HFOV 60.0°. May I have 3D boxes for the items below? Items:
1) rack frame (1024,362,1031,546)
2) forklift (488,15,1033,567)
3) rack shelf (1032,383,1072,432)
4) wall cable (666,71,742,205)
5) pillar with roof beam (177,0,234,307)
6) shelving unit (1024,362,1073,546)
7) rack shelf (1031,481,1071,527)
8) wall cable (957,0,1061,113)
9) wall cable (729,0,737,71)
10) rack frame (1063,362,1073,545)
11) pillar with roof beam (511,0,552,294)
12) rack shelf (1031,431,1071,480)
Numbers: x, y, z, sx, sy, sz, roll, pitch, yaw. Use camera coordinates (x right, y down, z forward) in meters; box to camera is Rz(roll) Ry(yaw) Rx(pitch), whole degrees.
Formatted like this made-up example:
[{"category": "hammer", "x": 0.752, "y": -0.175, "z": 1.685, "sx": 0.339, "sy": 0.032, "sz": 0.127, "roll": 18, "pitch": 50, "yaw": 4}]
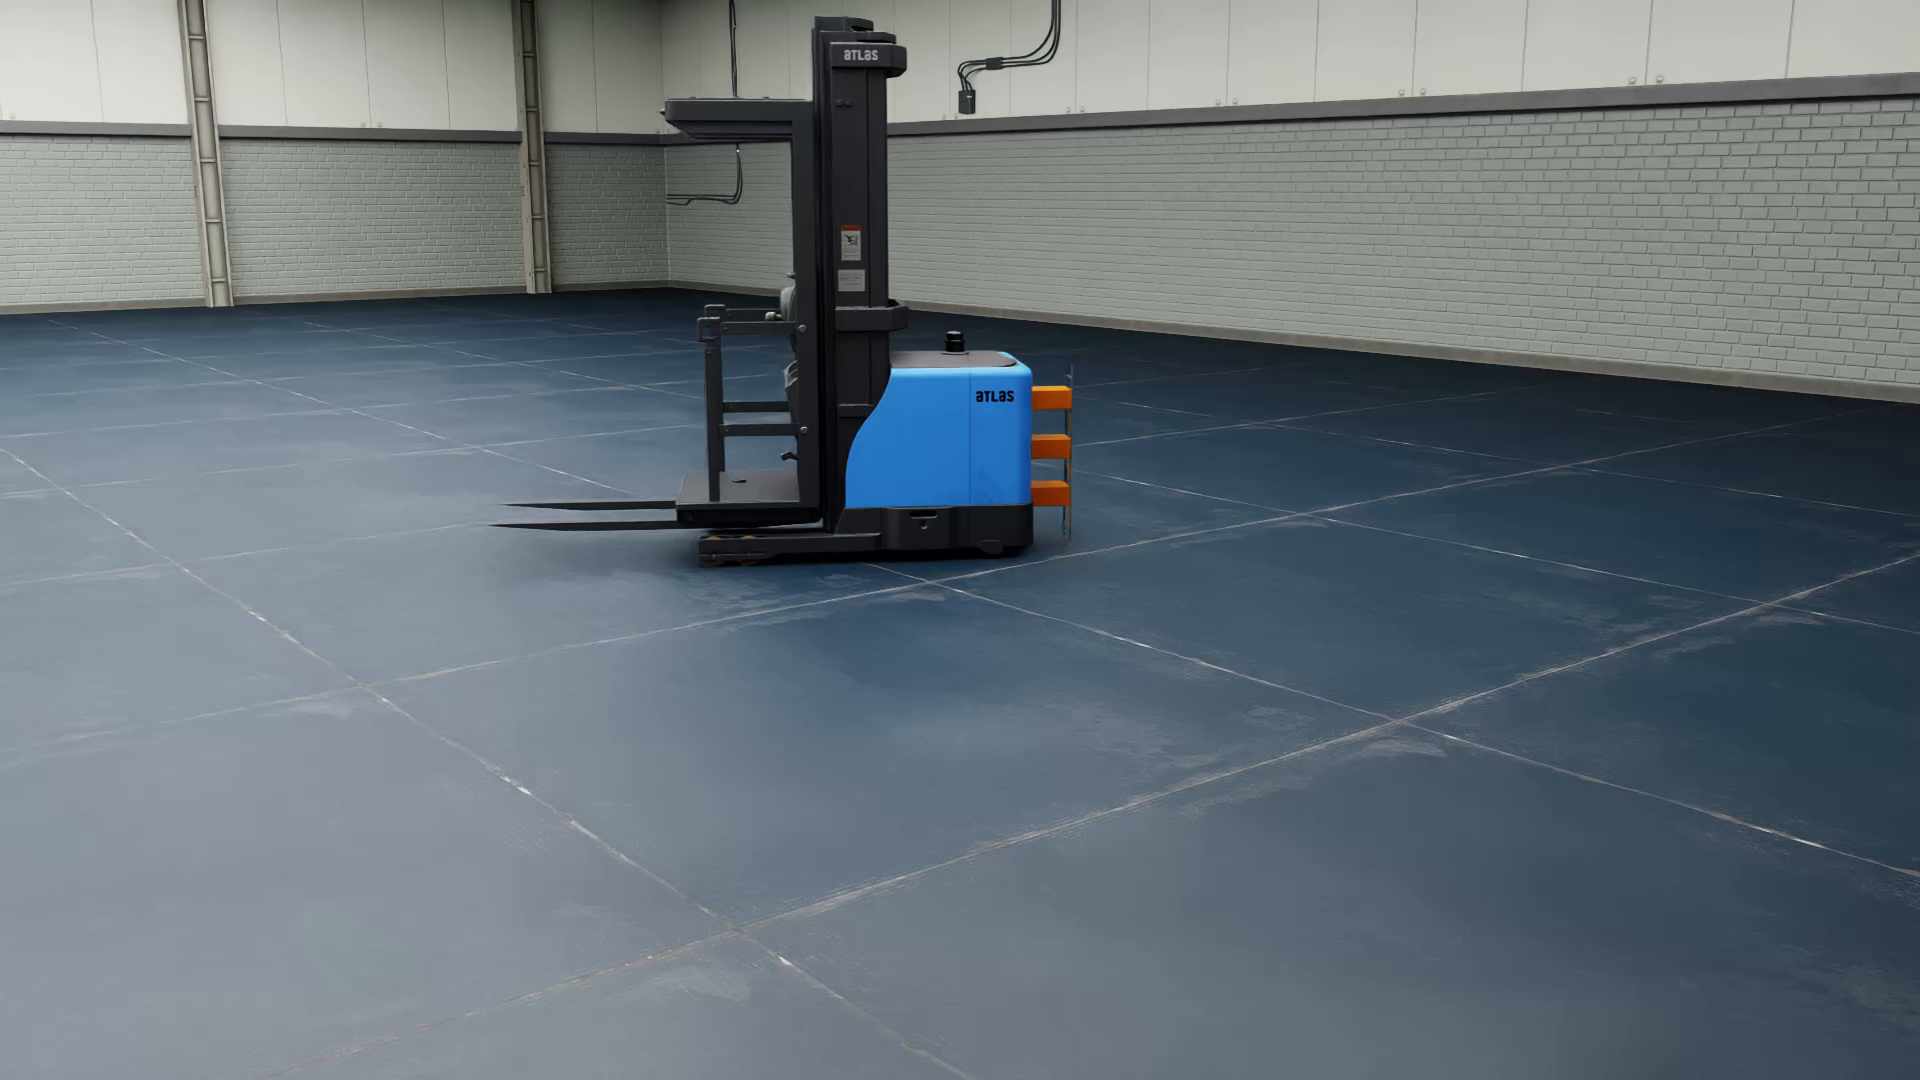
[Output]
[{"category": "rack frame", "x": 0.389, "y": -0.498, "z": 9.678, "sx": 0.008, "sy": 1.050, "sz": 0.200, "roll": -1, "pitch": 12, "yaw": -6}, {"category": "forklift", "x": -1.138, "y": -1.403, "z": 9.410, "sx": 3.031, "sy": 2.935, "sz": 1.130, "roll": -1, "pitch": 12, "yaw": -6}, {"category": "rack shelf", "x": 0.510, "y": -0.768, "z": 9.635, "sx": 0.240, "sy": 0.259, "sz": 0.215, "roll": -1, "pitch": 12, "yaw": -6}, {"category": "wall cable", "x": -5.197, "y": -7.940, "z": 33.062, "sx": 0.112, "sy": 2.526, "sz": 3.097, "roll": -9, "pitch": 15, "yaw": -38}, {"category": "pillar with roof beam", "x": -10.320, "y": -7.814, "z": 24.994, "sx": 0.400, "sy": 9.000, "sz": 9.100, "roll": -9, "pitch": 15, "yaw": -38}, {"category": "shelving unit", "x": 0.510, "y": -0.501, "z": 9.692, "sx": 0.252, "sy": 1.050, "sz": 0.215, "roll": -1, "pitch": 12, "yaw": -6}, {"category": "rack shelf", "x": 0.510, "y": -0.219, "z": 9.751, "sx": 0.240, "sy": 0.259, "sz": 0.215, "roll": -1, "pitch": 12, "yaw": -6}, {"category": "wall cable", "x": 0.721, "y": -9.580, "z": 25.125, "sx": 0.169, "sy": 6.003, "sz": 2.305, "roll": -9, "pitch": 15, "yaw": -38}, {"category": "wall cable", "x": -3.507, "y": -9.972, "z": 30.471, "sx": 0.112, "sy": 2.526, "sz": 3.097, "roll": -9, "pitch": 15, "yaw": -38}, {"category": "rack frame", "x": 0.632, "y": -0.504, "z": 9.705, "sx": 0.008, "sy": 1.050, "sz": 0.200, "roll": -1, "pitch": 12, "yaw": -6}, {"category": "pillar with roof beam", "x": -5.635, "y": -8.593, "z": 28.661, "sx": 0.400, "sy": 9.000, "sz": 9.100, "roll": -9, "pitch": 15, "yaw": -38}, {"category": "rack shelf", "x": 0.510, "y": -0.491, "z": 9.694, "sx": 0.240, "sy": 0.259, "sz": 0.215, "roll": -1, "pitch": 12, "yaw": -6}]
